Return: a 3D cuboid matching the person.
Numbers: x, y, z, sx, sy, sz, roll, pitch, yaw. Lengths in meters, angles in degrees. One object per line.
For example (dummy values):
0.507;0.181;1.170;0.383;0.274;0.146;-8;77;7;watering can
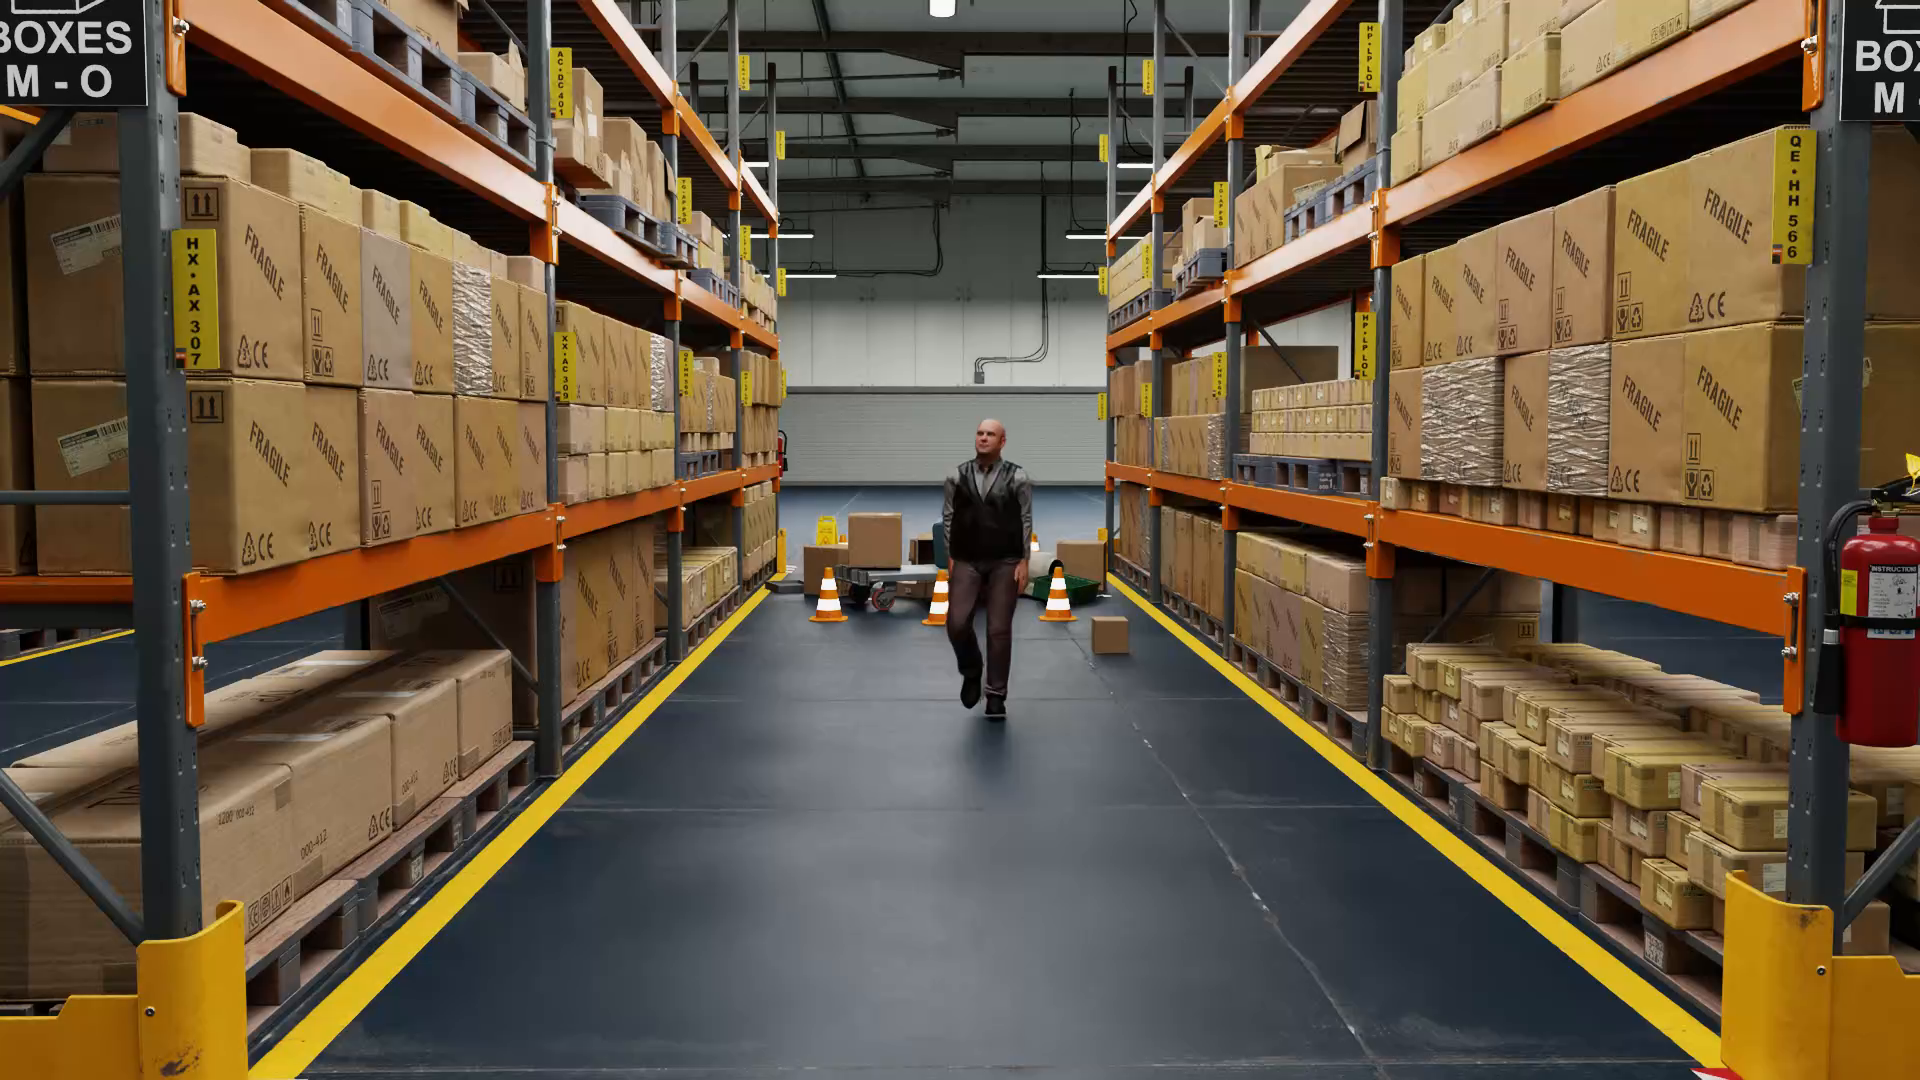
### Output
0.155;0.151;9.723;0.537;1.712;0.483;0;4;7;person
